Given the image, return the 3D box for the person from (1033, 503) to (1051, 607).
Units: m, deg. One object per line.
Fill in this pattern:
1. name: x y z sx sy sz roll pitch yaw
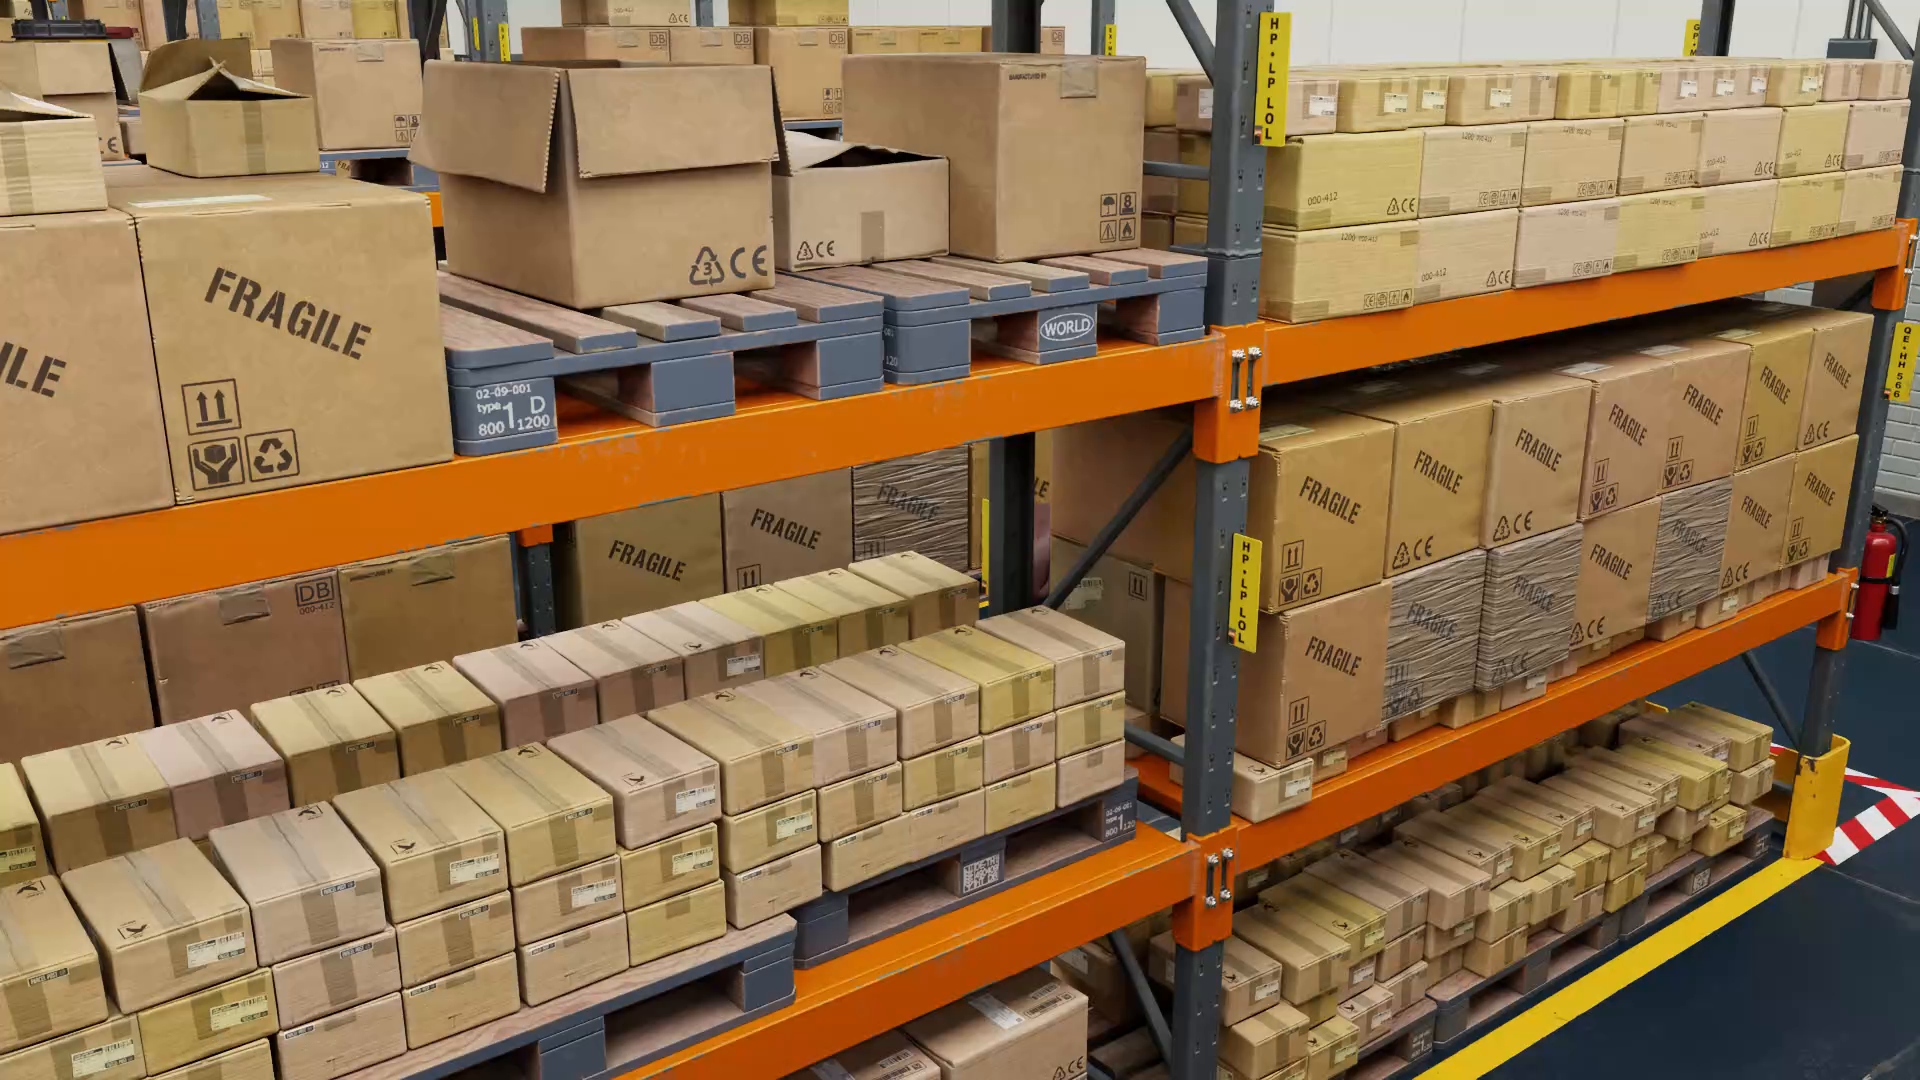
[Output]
1. person: 0.534 0.211 9.767 0.913 0.963 0.609 -13 22 -36
